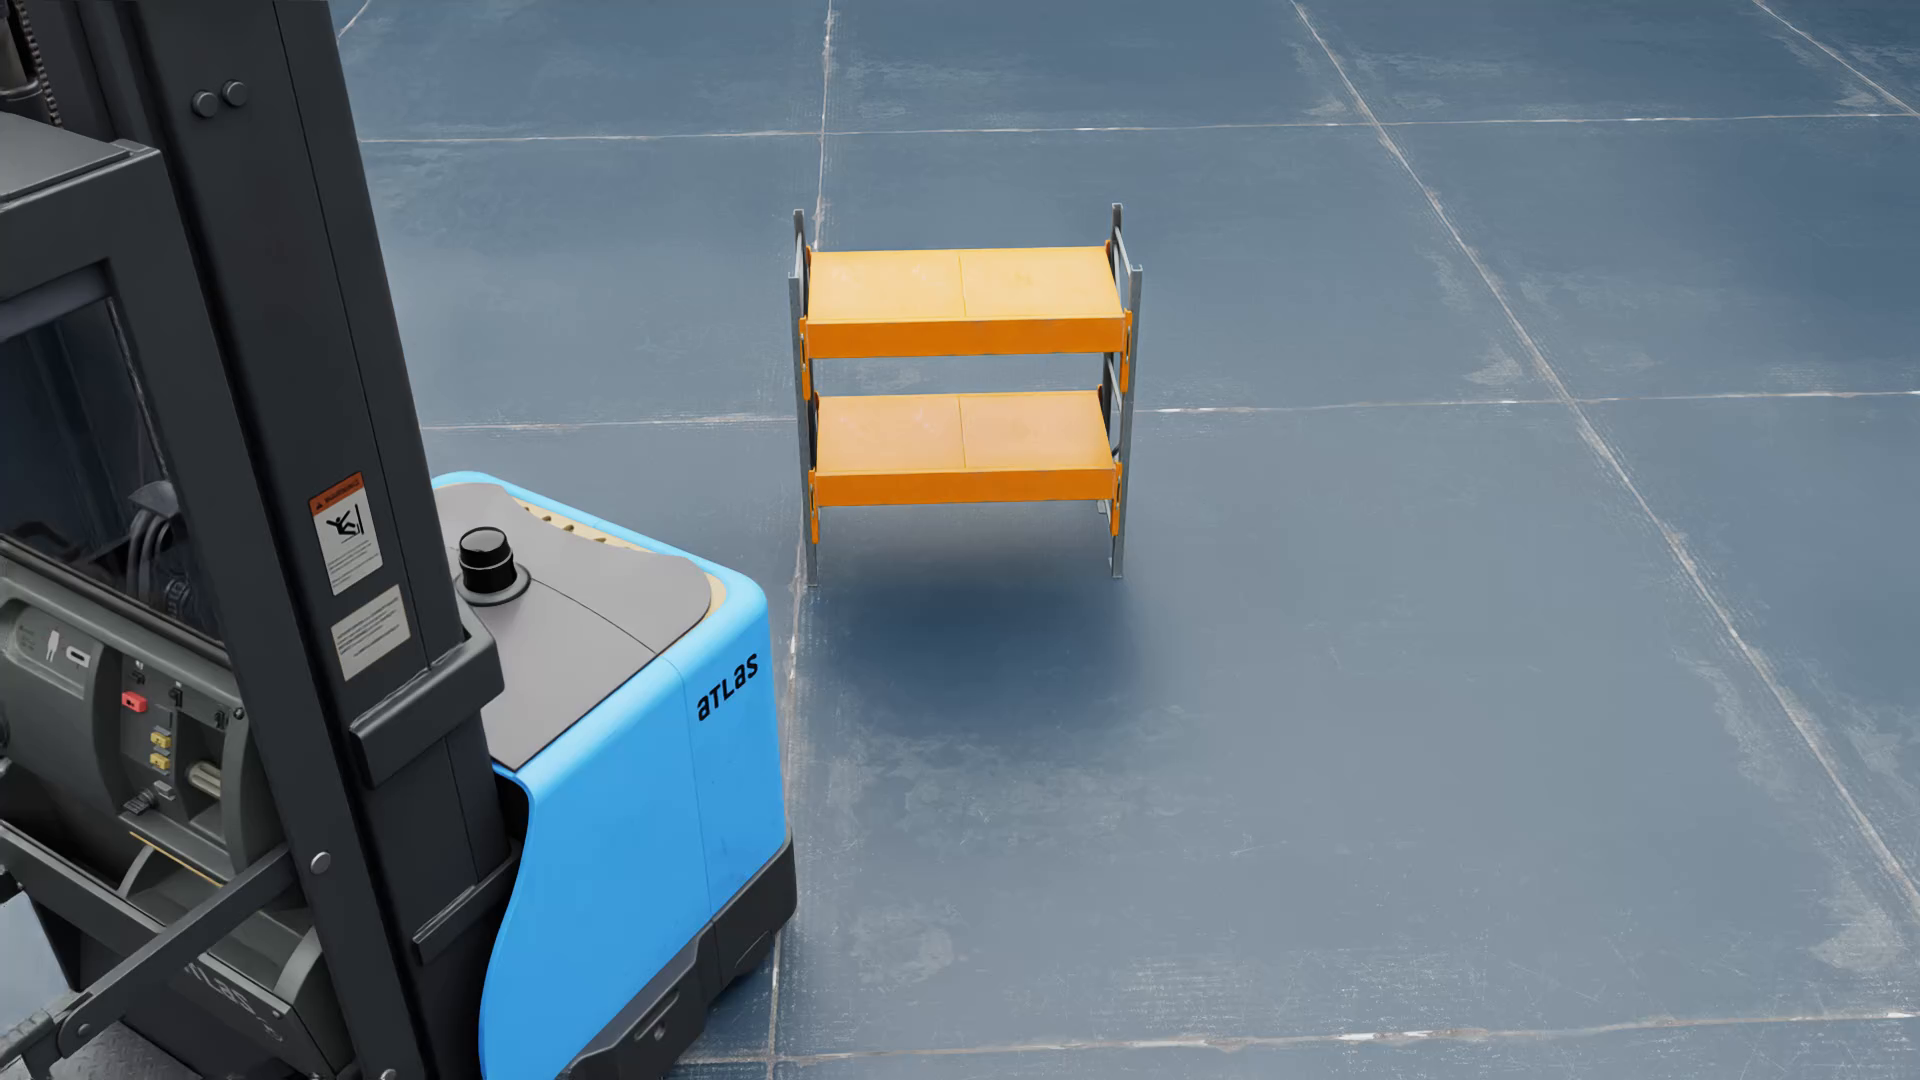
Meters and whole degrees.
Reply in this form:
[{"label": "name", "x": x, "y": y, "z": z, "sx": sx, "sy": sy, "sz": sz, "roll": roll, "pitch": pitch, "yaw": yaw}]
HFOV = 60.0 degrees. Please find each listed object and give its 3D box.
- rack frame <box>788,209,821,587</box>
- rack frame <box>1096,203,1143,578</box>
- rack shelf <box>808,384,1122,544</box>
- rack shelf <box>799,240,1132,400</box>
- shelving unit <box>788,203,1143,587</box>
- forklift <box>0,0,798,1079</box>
[{"label": "rack frame", "x": -0.501, "y": -0.449, "z": 5.410, "sx": 0.032, "sy": 1.125, "sz": 0.500, "roll": -2, "pitch": 35, "yaw": -2}, {"label": "rack frame", "x": 0.515, "y": -0.476, "z": 5.450, "sx": 0.032, "sy": 1.125, "sz": 0.500, "roll": -2, "pitch": 35, "yaw": -2}, {"label": "rack shelf", "x": 0.007, "y": -0.262, "z": 5.569, "sx": 1.000, "sy": 0.278, "sz": 0.538, "roll": -2, "pitch": 35, "yaw": -2}, {"label": "rack shelf", "x": 0.007, "y": -0.703, "z": 5.264, "sx": 1.000, "sy": 0.278, "sz": 0.538, "roll": -2, "pitch": 35, "yaw": -2}, {"label": "shelving unit", "x": 0.007, "y": -0.463, "z": 5.430, "sx": 1.048, "sy": 1.125, "sz": 0.538, "roll": -2, "pitch": 35, "yaw": -2}, {"label": "forklift", "x": -1.623, "y": 0.340, "z": 2.683, "sx": 1.130, "sy": 2.935, "sz": 3.031, "roll": 19, "pitch": 39, "yaw": 26}]
